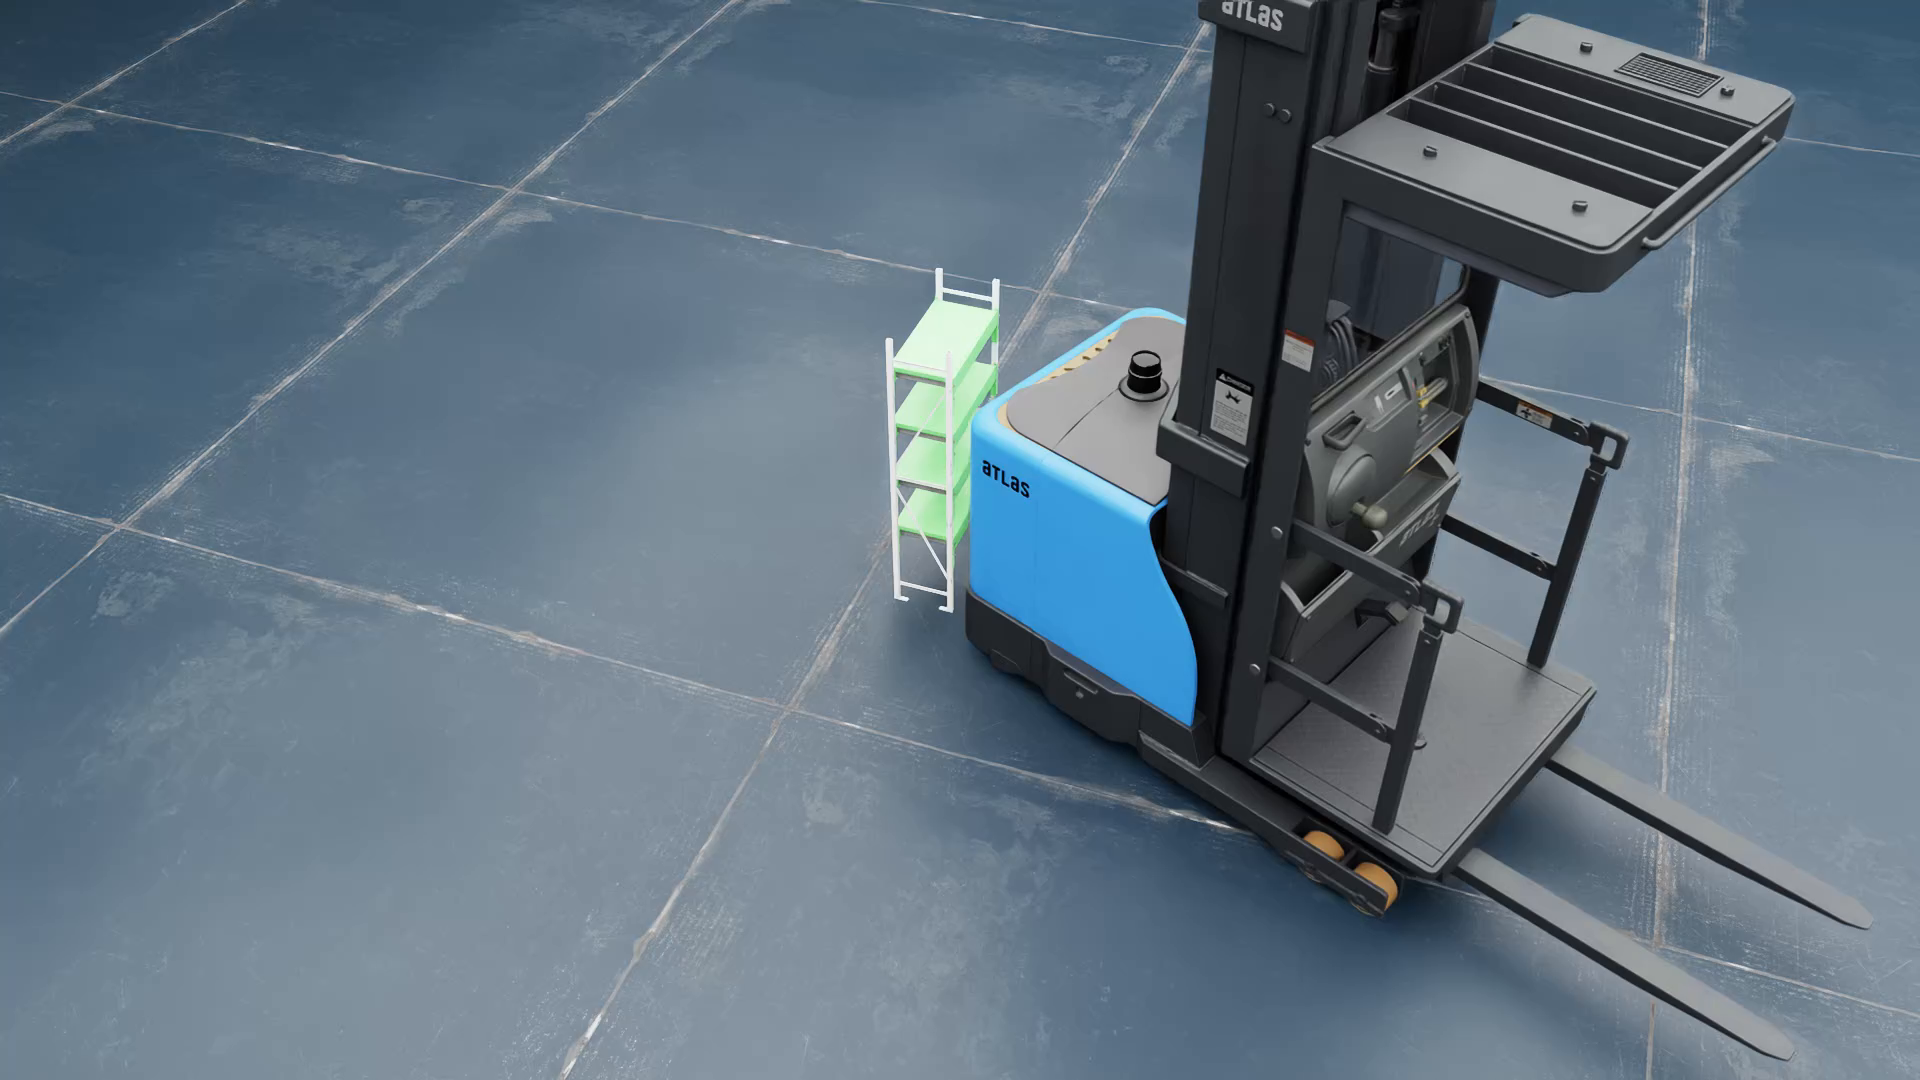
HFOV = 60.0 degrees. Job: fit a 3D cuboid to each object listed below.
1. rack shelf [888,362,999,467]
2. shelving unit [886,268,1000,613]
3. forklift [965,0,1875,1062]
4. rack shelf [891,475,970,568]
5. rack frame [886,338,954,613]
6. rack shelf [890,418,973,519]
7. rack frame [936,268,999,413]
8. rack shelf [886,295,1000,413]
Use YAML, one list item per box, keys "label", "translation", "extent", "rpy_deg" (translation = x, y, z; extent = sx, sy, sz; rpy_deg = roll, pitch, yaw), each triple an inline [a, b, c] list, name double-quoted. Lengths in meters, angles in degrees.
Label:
- label: "rack shelf"
  translation: [-0.057, -0.489, 6.128]
  extent: [0.258, 0.148, 0.480]
  rpy_deg: [13, 42, 15]
- label: "shelving unit"
  translation: [-0.057, -0.355, 6.242]
  extent: [0.258, 1.200, 0.503]
  rpy_deg: [13, 42, 15]
- label: "forklift"
  translation: [1.446, -0.301, 4.844]
  extent: [3.031, 2.935, 1.130]
  rpy_deg: [31, 49, 31]
- label: "rack shelf"
  translation: [-0.057, -0.124, 6.439]
  extent: [0.258, 0.148, 0.480]
  rpy_deg: [13, 42, 15]
- label: "rack frame"
  translation: [-0.140, -0.207, 6.068]
  extent: [0.240, 1.200, 0.015]
  rpy_deg: [13, 42, 15]
- label: "rack shelf"
  translation: [-0.057, -0.307, 6.284]
  extent: [0.258, 0.148, 0.480]
  rpy_deg: [13, 42, 15]
- label: "rack frame"
  translation: [0.027, -0.504, 6.417]
  extent: [0.240, 1.200, 0.015]
  rpy_deg: [13, 42, 15]
- label: "rack shelf"
  translation: [-0.057, -0.672, 5.972]
  extent: [0.258, 0.148, 0.480]
  rpy_deg: [13, 42, 15]
